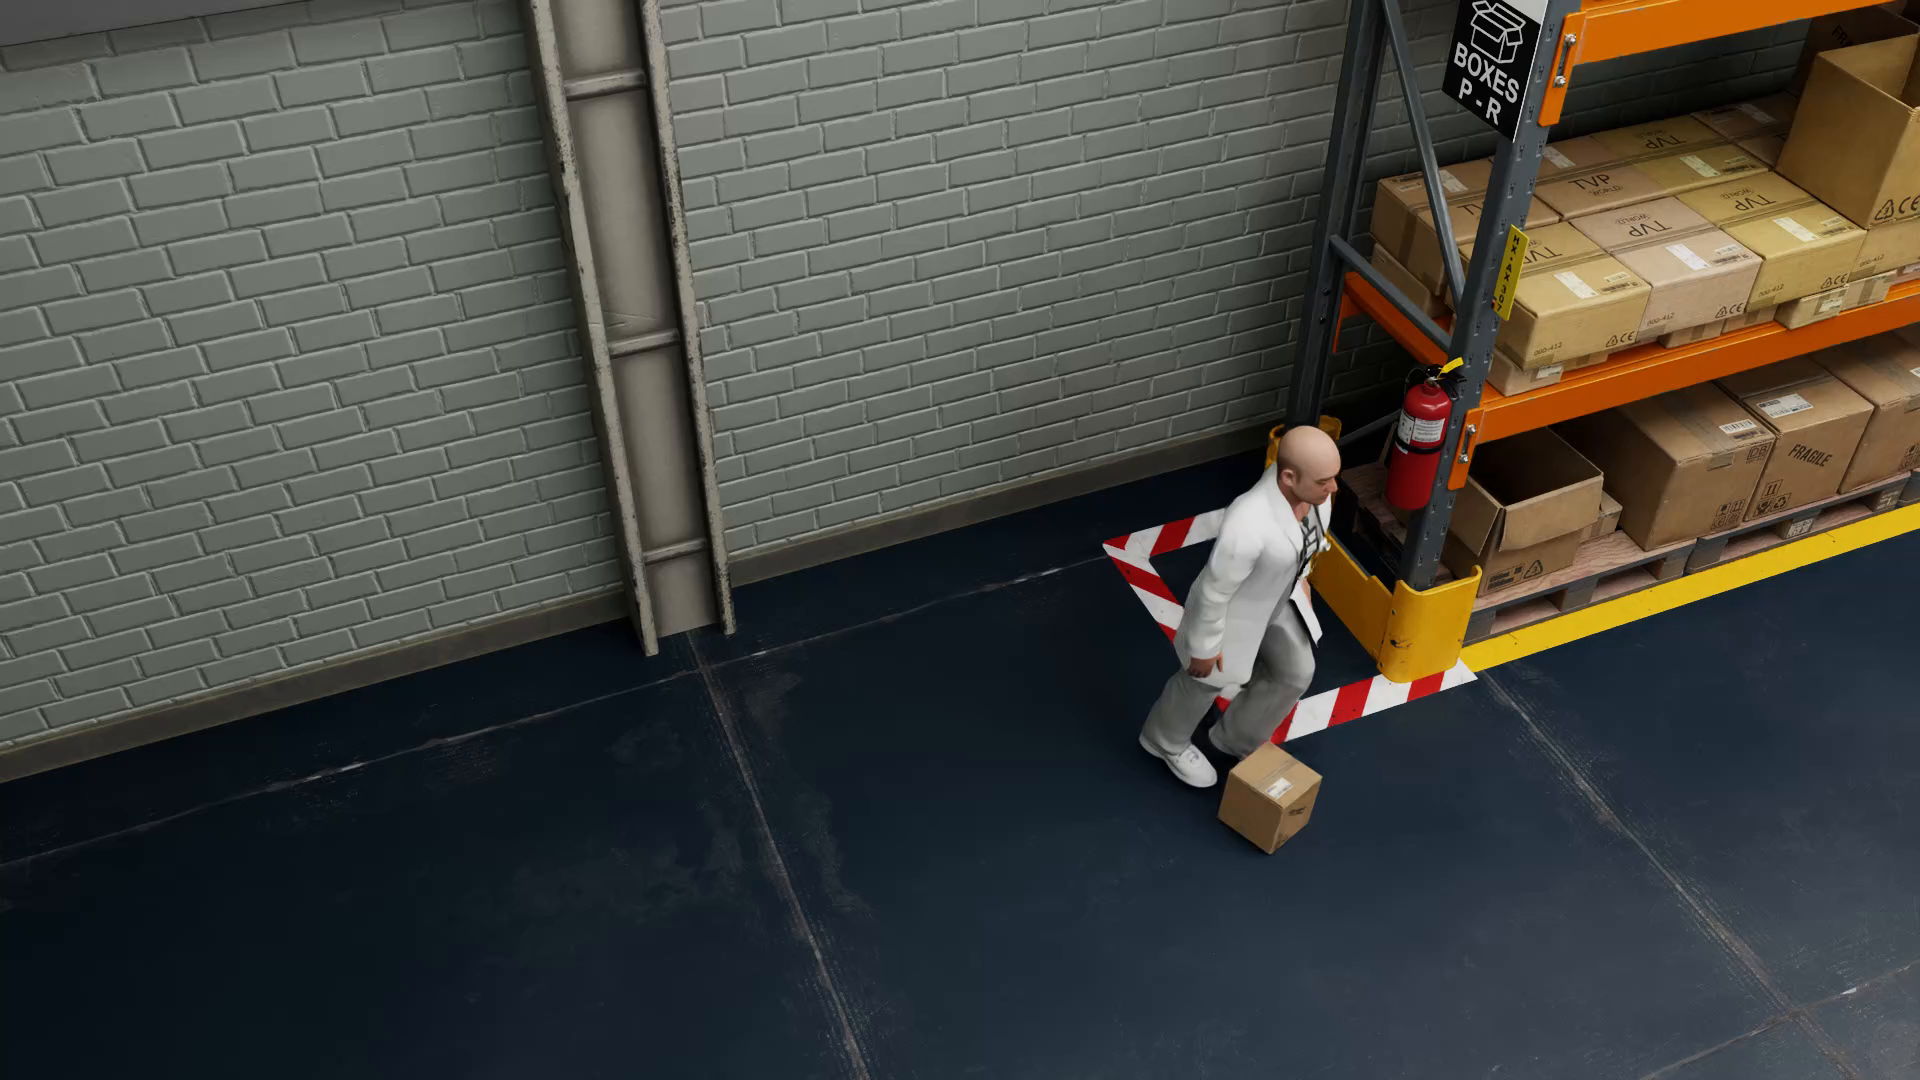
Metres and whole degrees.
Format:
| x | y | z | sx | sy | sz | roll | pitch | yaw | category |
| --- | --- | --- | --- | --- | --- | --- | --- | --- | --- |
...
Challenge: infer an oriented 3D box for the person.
| x | y | z | sx | sy | sz | roll | pitch | yaw | category |
| --- | --- | --- | --- | --- | --- | --- | --- | --- | --- |
| 0.979 | 0.240 | 5.897 | 0.606 | 1.772 | 0.634 | 31 | 50 | 31 | person |
